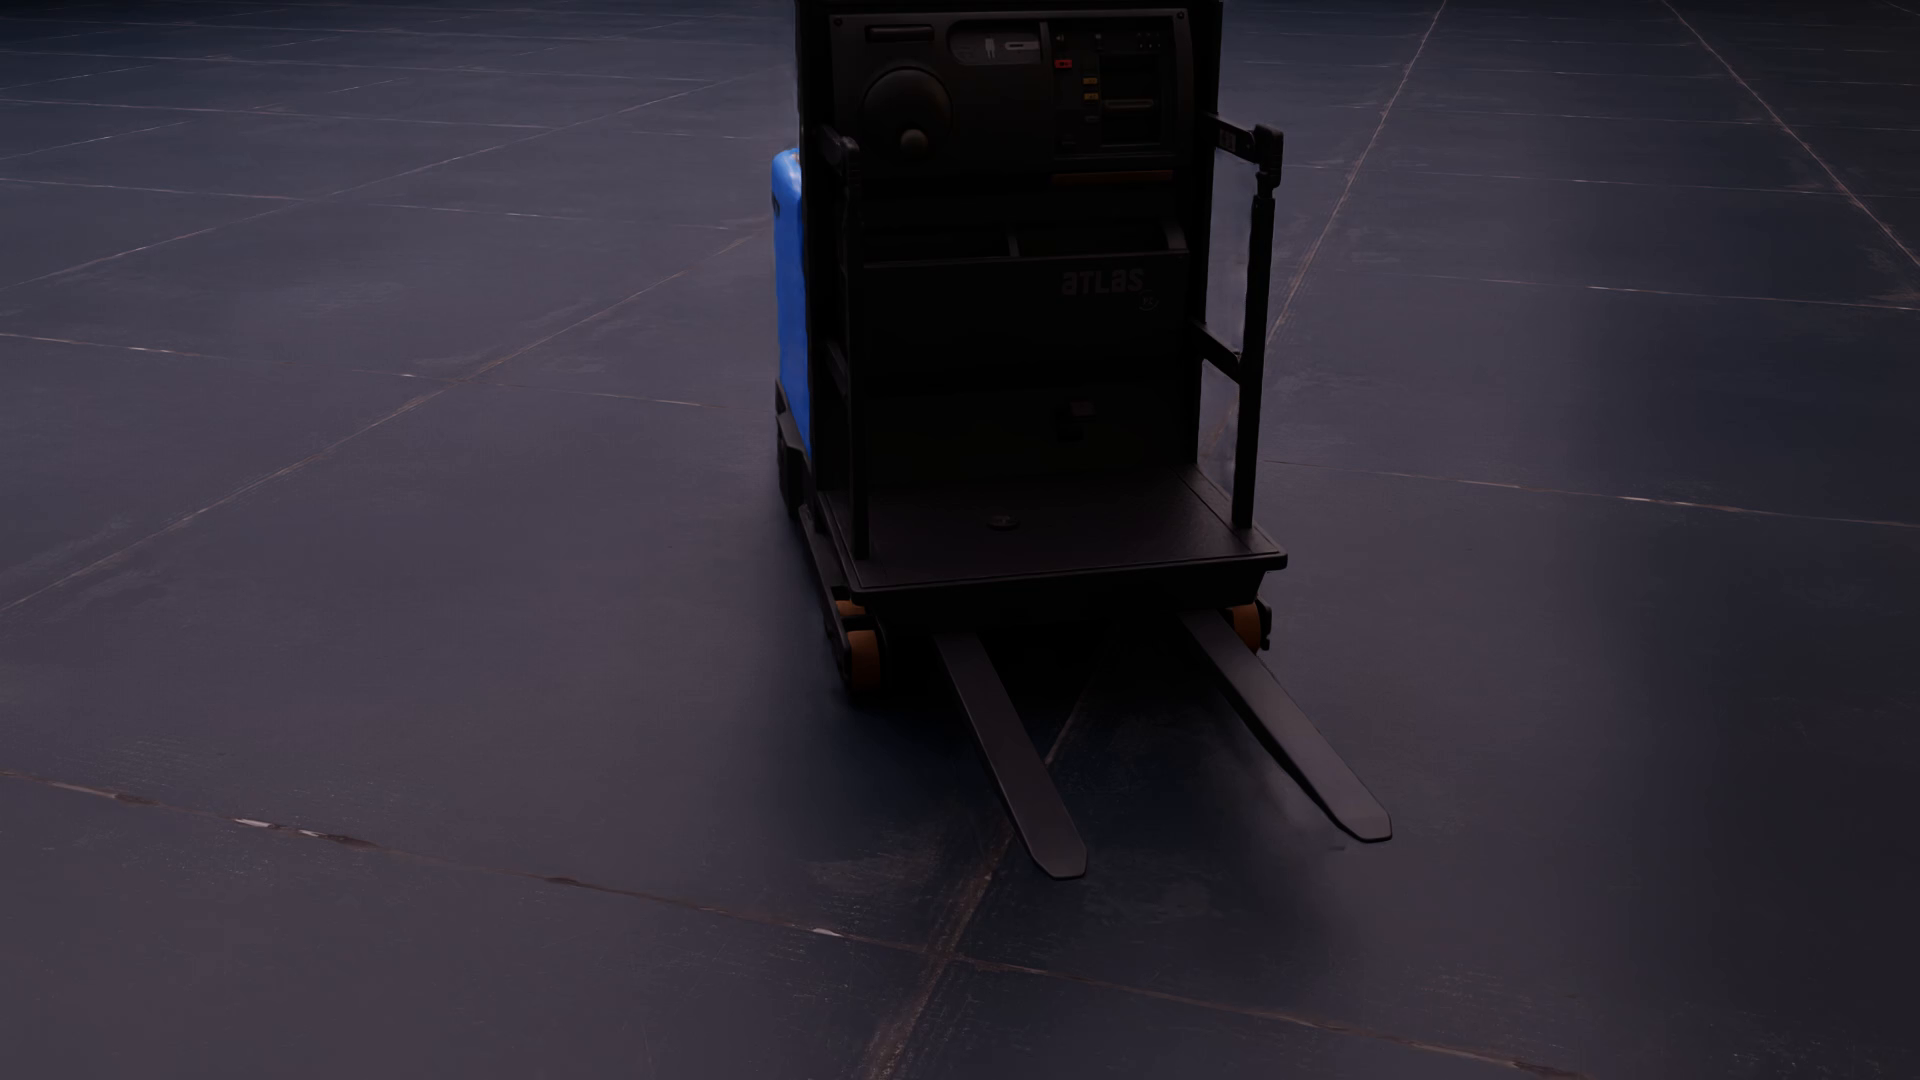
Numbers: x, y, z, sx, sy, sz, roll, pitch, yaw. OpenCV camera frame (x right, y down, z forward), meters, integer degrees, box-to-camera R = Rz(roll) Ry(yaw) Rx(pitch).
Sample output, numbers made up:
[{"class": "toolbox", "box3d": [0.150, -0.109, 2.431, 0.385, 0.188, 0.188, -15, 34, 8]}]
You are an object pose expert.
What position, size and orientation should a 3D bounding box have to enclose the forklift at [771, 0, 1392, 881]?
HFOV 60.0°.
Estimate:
[{"class": "forklift", "box3d": [0.183, -1.121, 3.995, 1.130, 2.935, 3.031, -5, 23, -11]}]
